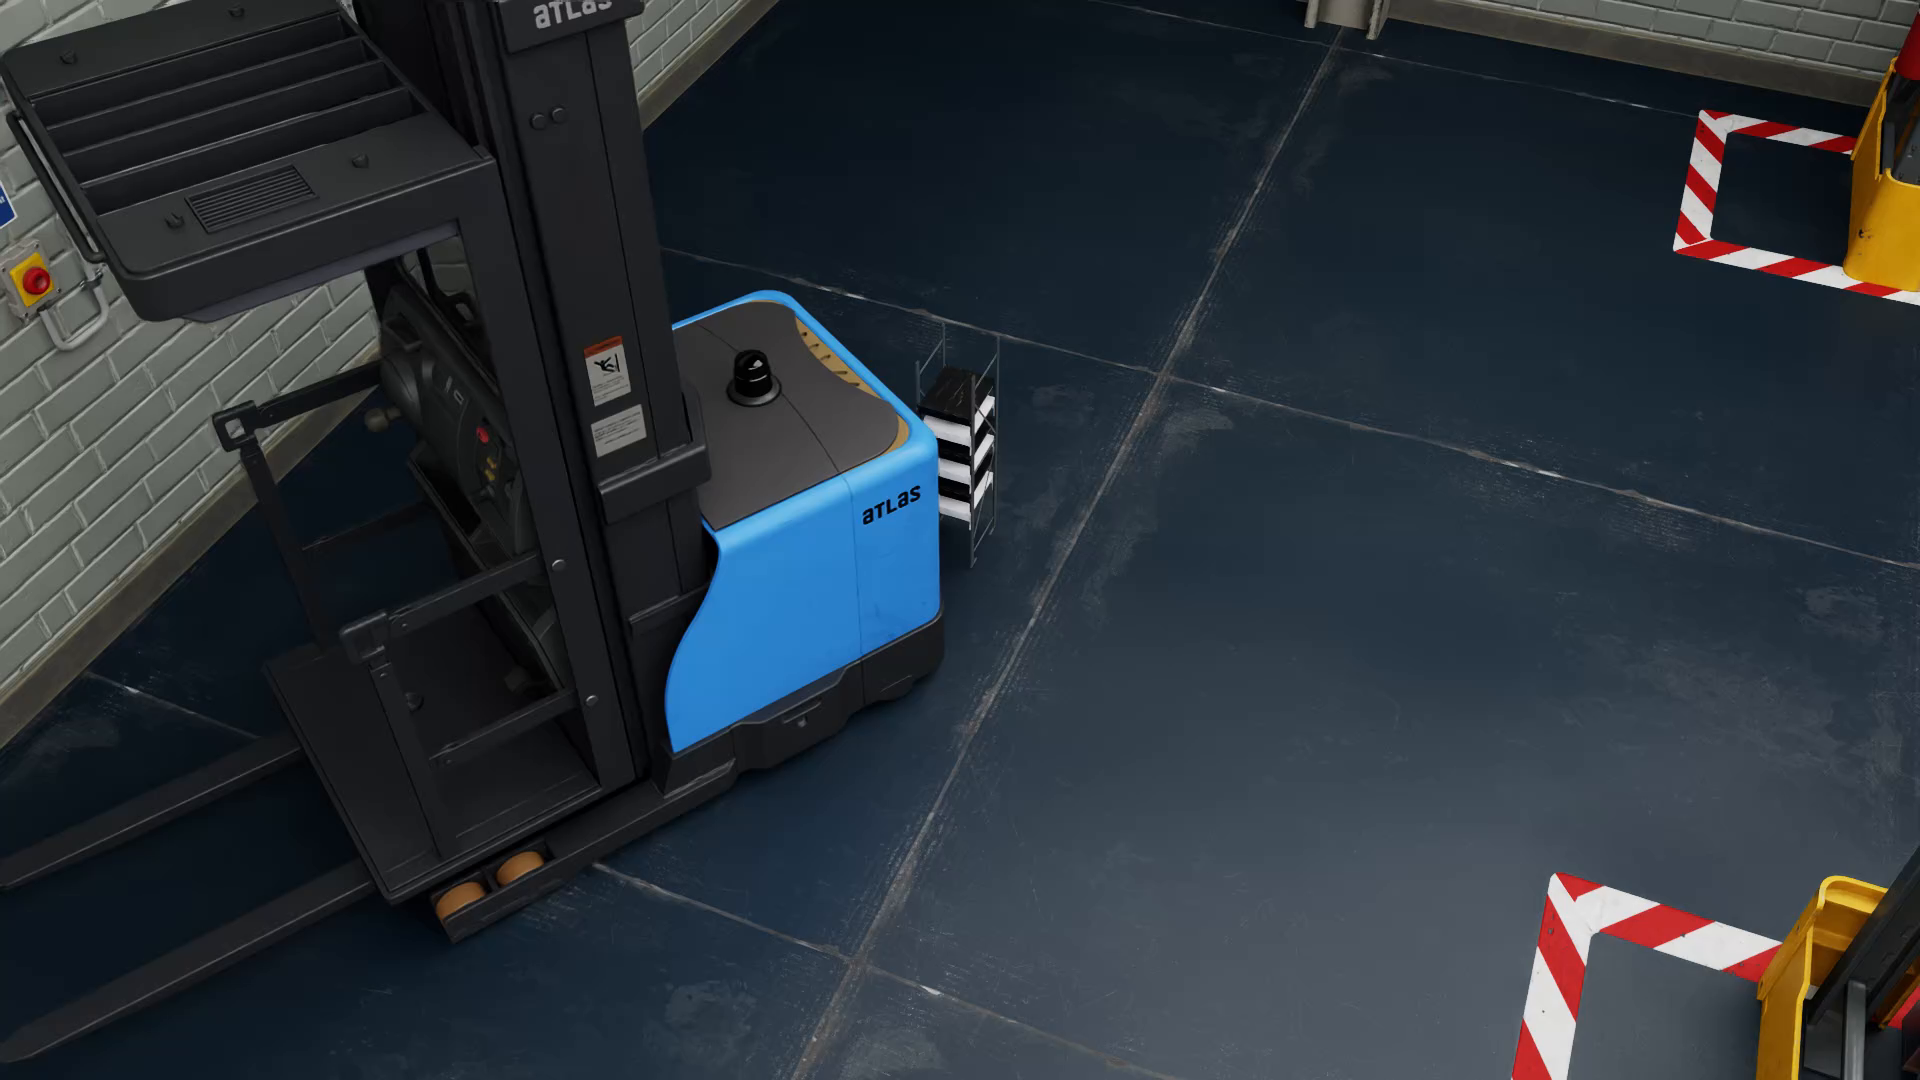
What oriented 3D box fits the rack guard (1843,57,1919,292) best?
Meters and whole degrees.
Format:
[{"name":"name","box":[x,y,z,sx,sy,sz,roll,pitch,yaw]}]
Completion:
[{"name":"rack guard","box":[4.327,-1.685,7.589,0.348,0.500,1.175,16,47,16]}]

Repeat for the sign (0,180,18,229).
[{"name":"sign","box":[-2.939,-0.956,4.893,0.001,0.218,0.327,16,47,16]}]

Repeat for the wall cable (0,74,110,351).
[{"name":"wall cable","box":[-2.864,-1.247,4.634,0.123,1.953,0.585,16,47,16]}]

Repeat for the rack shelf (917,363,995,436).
[{"name":"rack shelf","box":[-0.007,-0.489,5.768,0.200,0.077,0.258,16,47,16]}]

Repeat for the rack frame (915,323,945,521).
[{"name":"rack frame","box":[-0.101,-0.349,5.963,0.006,0.900,0.240,16,47,16]}]

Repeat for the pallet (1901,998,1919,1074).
[{"name":"pallet","box":[3.117,1.795,4.296,1.213,0.211,1.003,16,47,16]}]

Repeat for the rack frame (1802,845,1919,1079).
[{"name":"rack frame","box":[2.349,0.641,3.479,0.127,3.000,1.000,16,47,16]}]

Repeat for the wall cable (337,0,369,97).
[{"name":"wall cable","box":[-2.328,-2.162,5.576,0.122,1.984,0.588,16,47,16]}]

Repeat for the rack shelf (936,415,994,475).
[{"name":"rack shelf","box":[-0.007,-0.361,5.895,0.200,0.077,0.258,16,47,16]}]

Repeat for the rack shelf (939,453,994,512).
[{"name":"rack shelf","box":[-0.007,-0.234,6.022,0.200,0.077,0.258,16,47,16]}]

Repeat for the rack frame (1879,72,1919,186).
[{"name":"rack frame","box":[4.257,-2.591,6.728,0.127,3.000,1.000,16,47,16]}]

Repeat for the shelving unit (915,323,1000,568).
[{"name":"shelving unit","box":[-0.007,-0.321,5.935,0.210,0.900,0.258,16,47,16]}]

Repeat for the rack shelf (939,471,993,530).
[{"name":"rack shelf","box":[-0.007,-0.170,6.085,0.200,0.077,0.258,16,47,16]}]

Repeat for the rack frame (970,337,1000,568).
[{"name":"rack frame","box":[0.086,-0.294,5.907,0.006,0.900,0.240,16,47,16]}]

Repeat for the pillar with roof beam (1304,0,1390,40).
[{"name":"pillar with roof beam","box":[0.458,-3.235,3.121,0.400,9.000,9.100,16,47,16]}]

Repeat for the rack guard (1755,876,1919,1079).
[{"name":"rack guard","box":[2.327,1.520,4.368,0.348,0.500,1.175,16,47,16]}]

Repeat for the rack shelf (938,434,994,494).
[{"name":"rack shelf","box":[-0.007,-0.298,5.958,0.200,0.077,0.258,16,47,16]}]

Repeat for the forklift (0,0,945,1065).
[{"name":"forklift","box":[-1.550,-0.267,4.441,3.031,2.935,1.130,-26,51,-24]}]

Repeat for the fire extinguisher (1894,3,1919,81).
[{"name":"fire extinguisher","box":[3.943,-2.171,6.624,0.183,0.674,0.296,16,47,16]}]

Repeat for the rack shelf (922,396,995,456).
[{"name":"rack shelf","box":[-0.007,-0.425,5.831,0.200,0.077,0.258,16,47,16]}]
